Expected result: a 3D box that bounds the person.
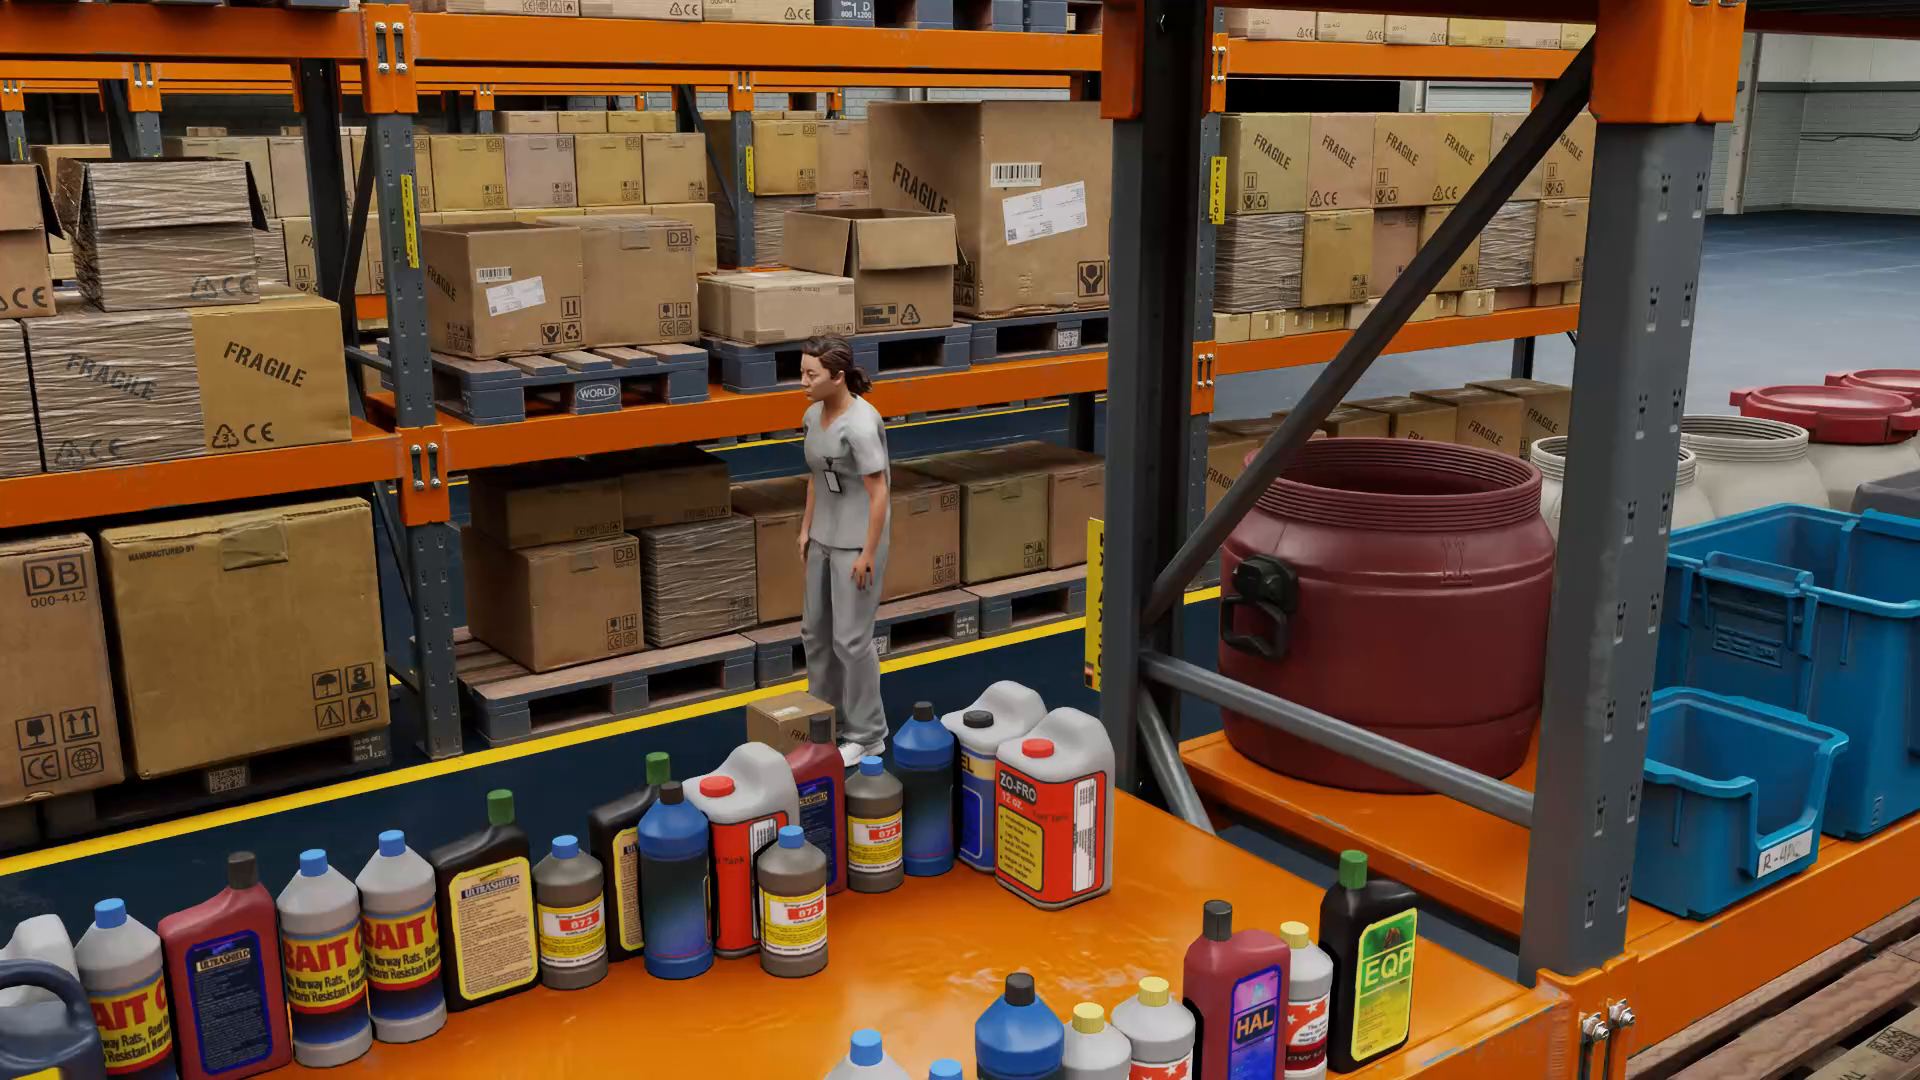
[{"bbox_3d":[-0.458,0.038,6.406,0.352,1.652,0.495,-11,18,-35],"label":"person"}]
